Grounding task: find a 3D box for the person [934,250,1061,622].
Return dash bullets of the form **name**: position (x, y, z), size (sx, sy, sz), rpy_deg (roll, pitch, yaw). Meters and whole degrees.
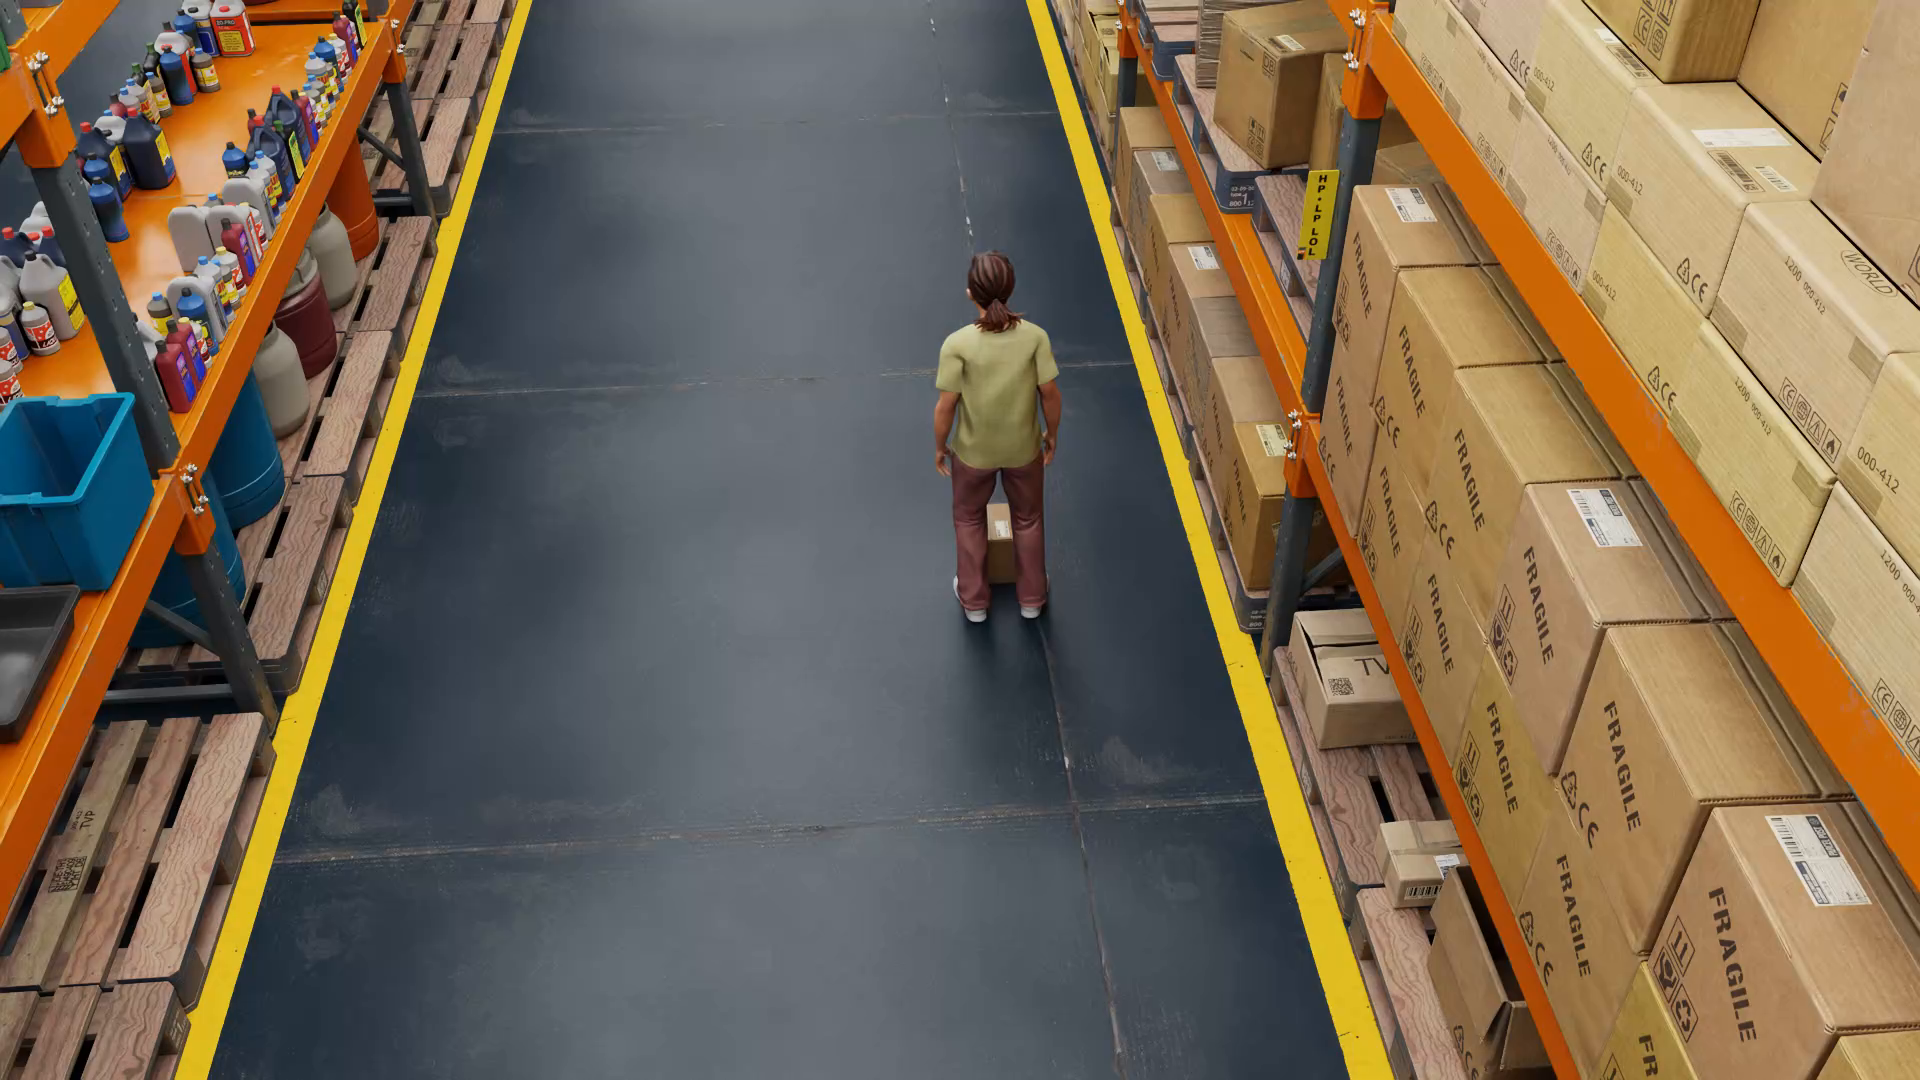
- **person**: position (0.146, -0.375, 6.616), size (0.516, 1.671, 0.364), rpy_deg (-5, 40, -6)
